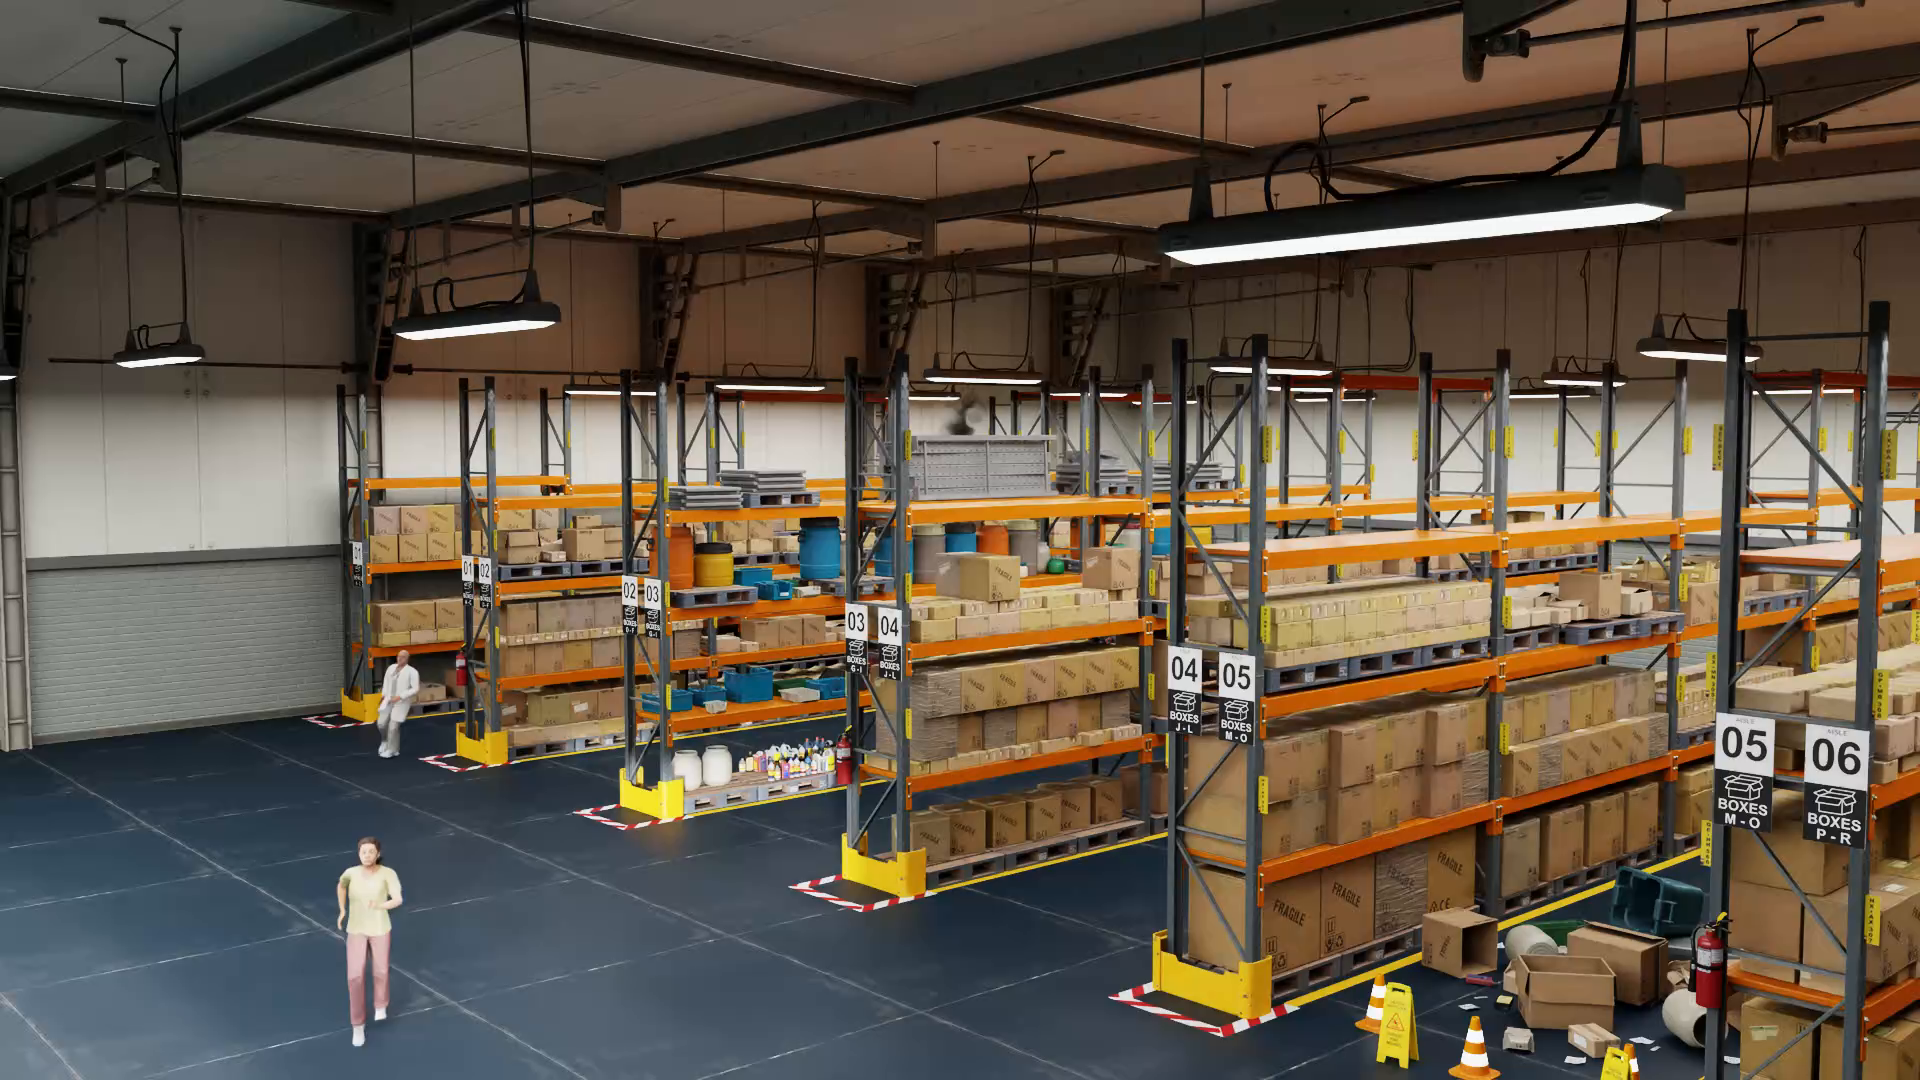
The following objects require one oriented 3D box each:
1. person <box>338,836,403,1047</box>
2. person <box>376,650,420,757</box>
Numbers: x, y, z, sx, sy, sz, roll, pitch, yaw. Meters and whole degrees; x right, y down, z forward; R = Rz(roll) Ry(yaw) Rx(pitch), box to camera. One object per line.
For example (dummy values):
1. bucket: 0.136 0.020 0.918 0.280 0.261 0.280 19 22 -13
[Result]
1. person: -5.057 3.392 14.248 0.542 1.722 0.737 -1 4 -15
2. person: -8.857 2.585 26.164 0.713 1.704 0.627 1 4 10
